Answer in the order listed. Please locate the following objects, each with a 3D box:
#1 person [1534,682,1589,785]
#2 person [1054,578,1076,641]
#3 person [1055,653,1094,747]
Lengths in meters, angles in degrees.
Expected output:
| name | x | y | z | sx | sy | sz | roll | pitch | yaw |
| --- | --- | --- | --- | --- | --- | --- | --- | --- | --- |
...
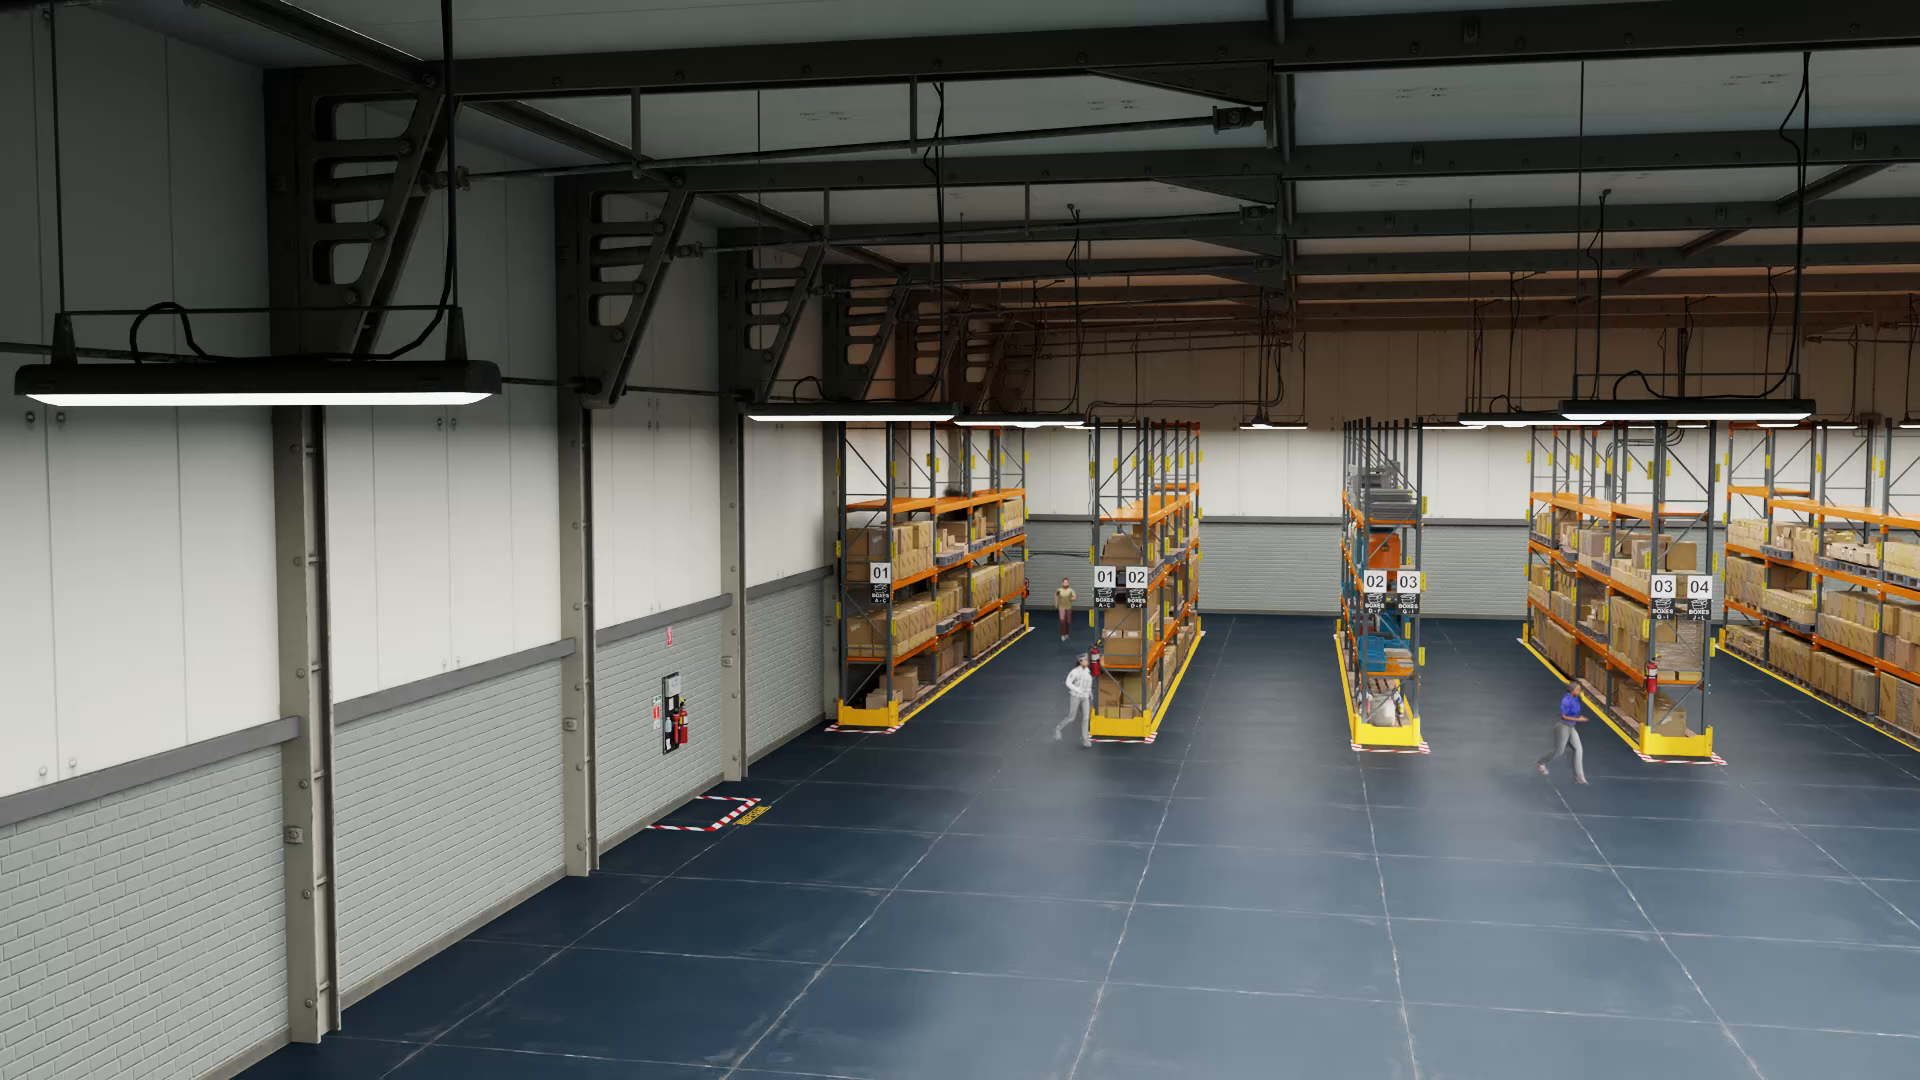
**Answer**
| name | x | y | z | sx | sy | sz | roll | pitch | yaw |
| --- | --- | --- | --- | --- | --- | --- | --- | --- | --- |
| person | 9.892 | 3.151 | 27.284 | 0.928 | 1.689 | 0.606 | 3 | 5 | 43 |
| person | 2.794 | 1.842 | 44.077 | 0.563 | 1.650 | 0.922 | 0 | 4 | 0 |
| person | 2.227 | 2.899 | 30.496 | 0.671 | 1.660 | 0.925 | -3 | 5 | -36 |
